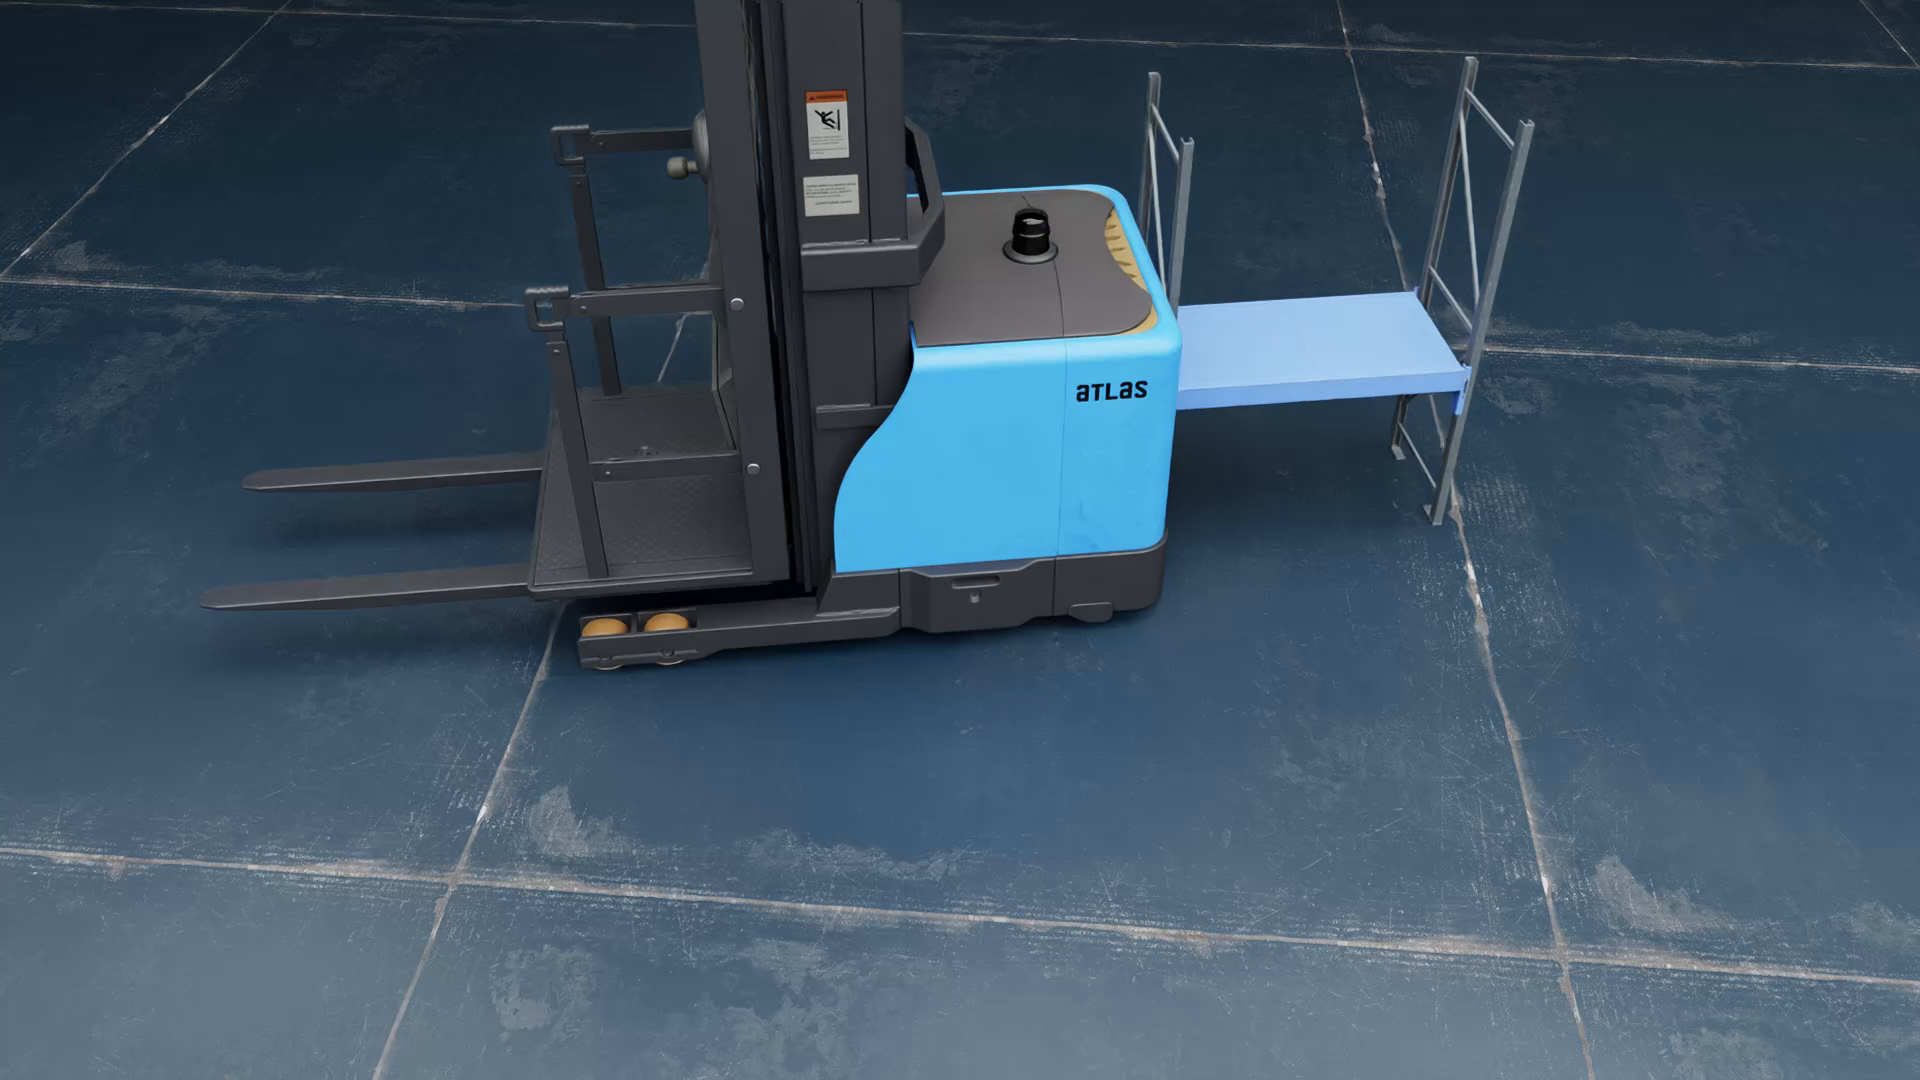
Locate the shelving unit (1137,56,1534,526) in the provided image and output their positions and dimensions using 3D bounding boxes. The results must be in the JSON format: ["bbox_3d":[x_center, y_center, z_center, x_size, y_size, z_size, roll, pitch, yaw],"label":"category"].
[{"bbox_3d":[1.133,-0.750,5.484,1.048,1.500,0.538,-4,39,-5],"label":"shelving unit"}]

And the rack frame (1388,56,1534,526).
[{"bbox_3d":[1.638,-0.788,5.530,0.032,1.500,0.500,-4,39,-5],"label":"rack frame"}]

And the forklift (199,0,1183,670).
[{"bbox_3d":[-0.893,-1.081,4.757,3.031,2.935,1.130,-4,39,-5],"label":"forklift"}]

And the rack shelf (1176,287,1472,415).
[{"bbox_3d":[1.133,-0.611,5.597,1.000,0.185,0.538,-4,39,-5],"label":"rack shelf"}]

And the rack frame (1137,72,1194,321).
[{"bbox_3d":[0.628,-0.712,5.437,0.032,1.500,0.500,-4,39,-5],"label":"rack frame"}]
